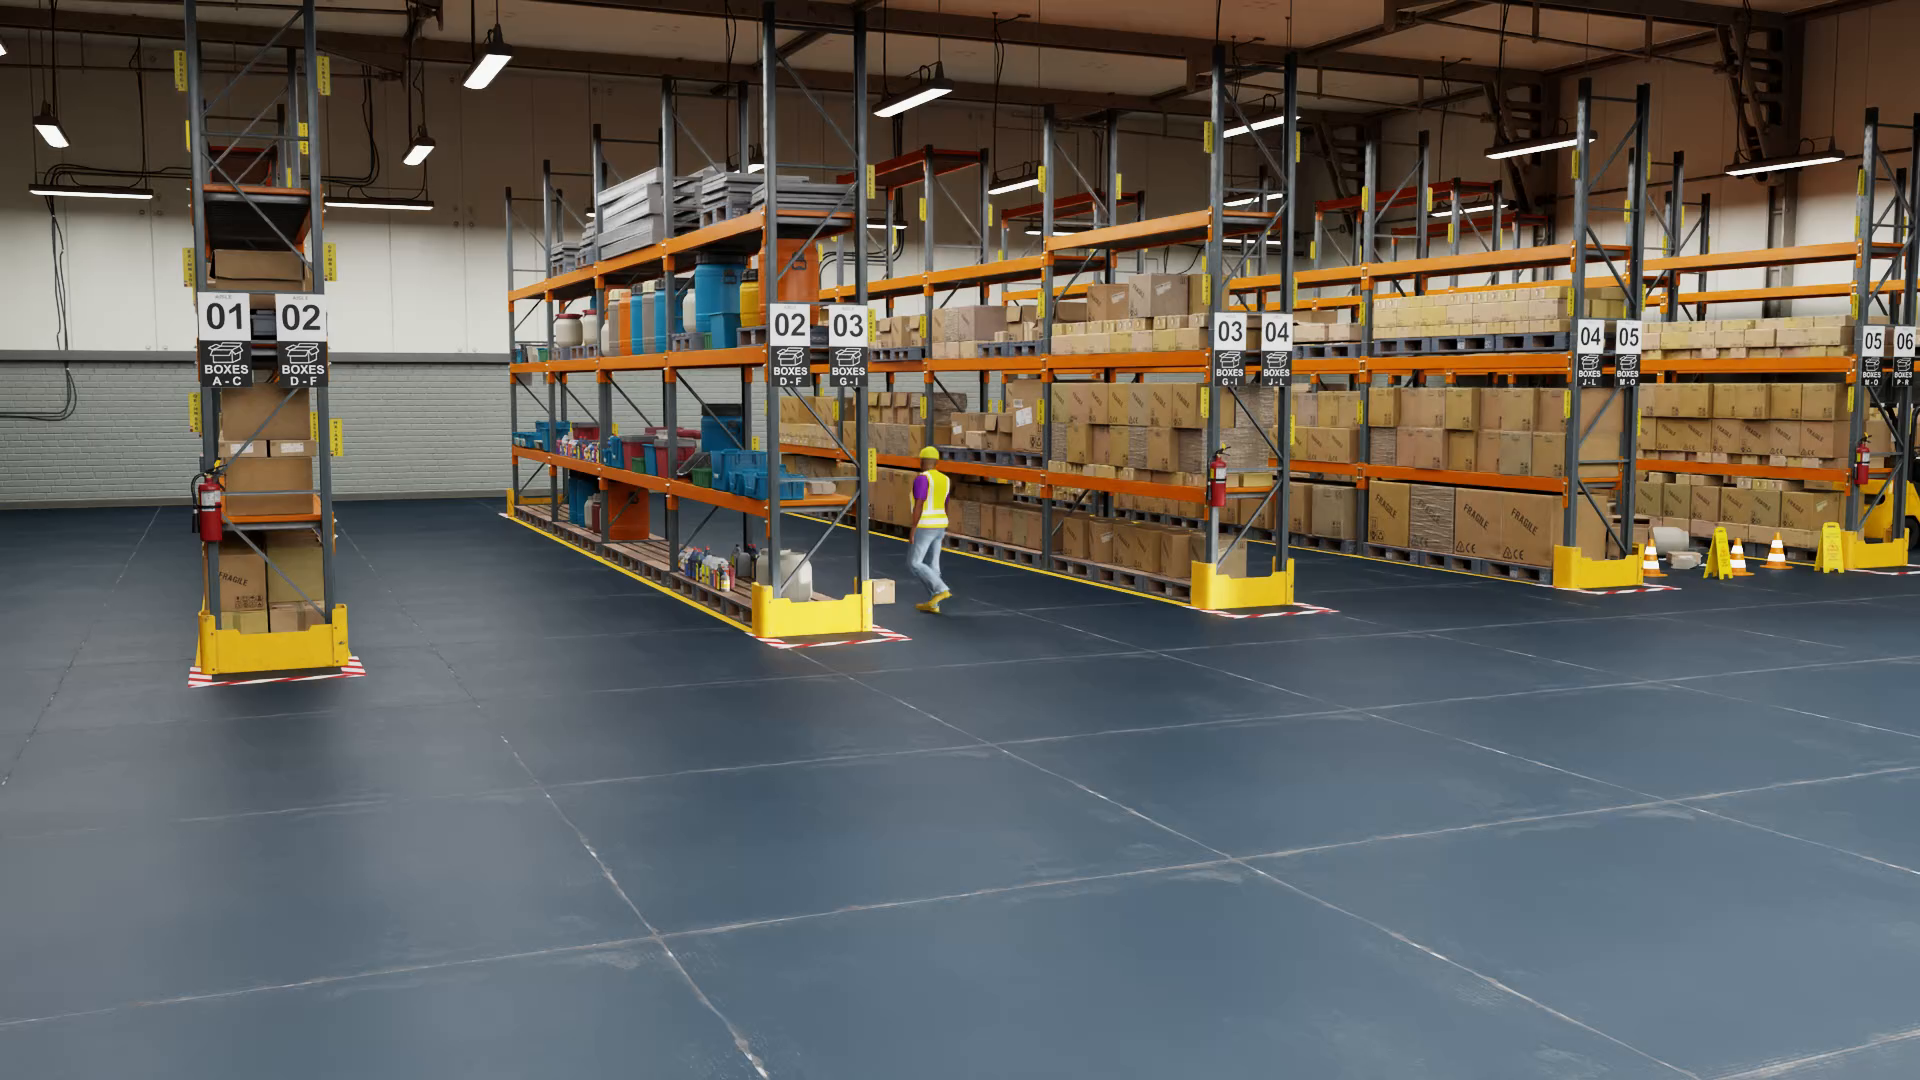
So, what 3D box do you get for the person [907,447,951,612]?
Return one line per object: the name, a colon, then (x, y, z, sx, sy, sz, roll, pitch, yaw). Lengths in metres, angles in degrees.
person: (-0.267, -0.107, 17.683, 0.554, 1.765, 0.610, 3, 6, 32)
